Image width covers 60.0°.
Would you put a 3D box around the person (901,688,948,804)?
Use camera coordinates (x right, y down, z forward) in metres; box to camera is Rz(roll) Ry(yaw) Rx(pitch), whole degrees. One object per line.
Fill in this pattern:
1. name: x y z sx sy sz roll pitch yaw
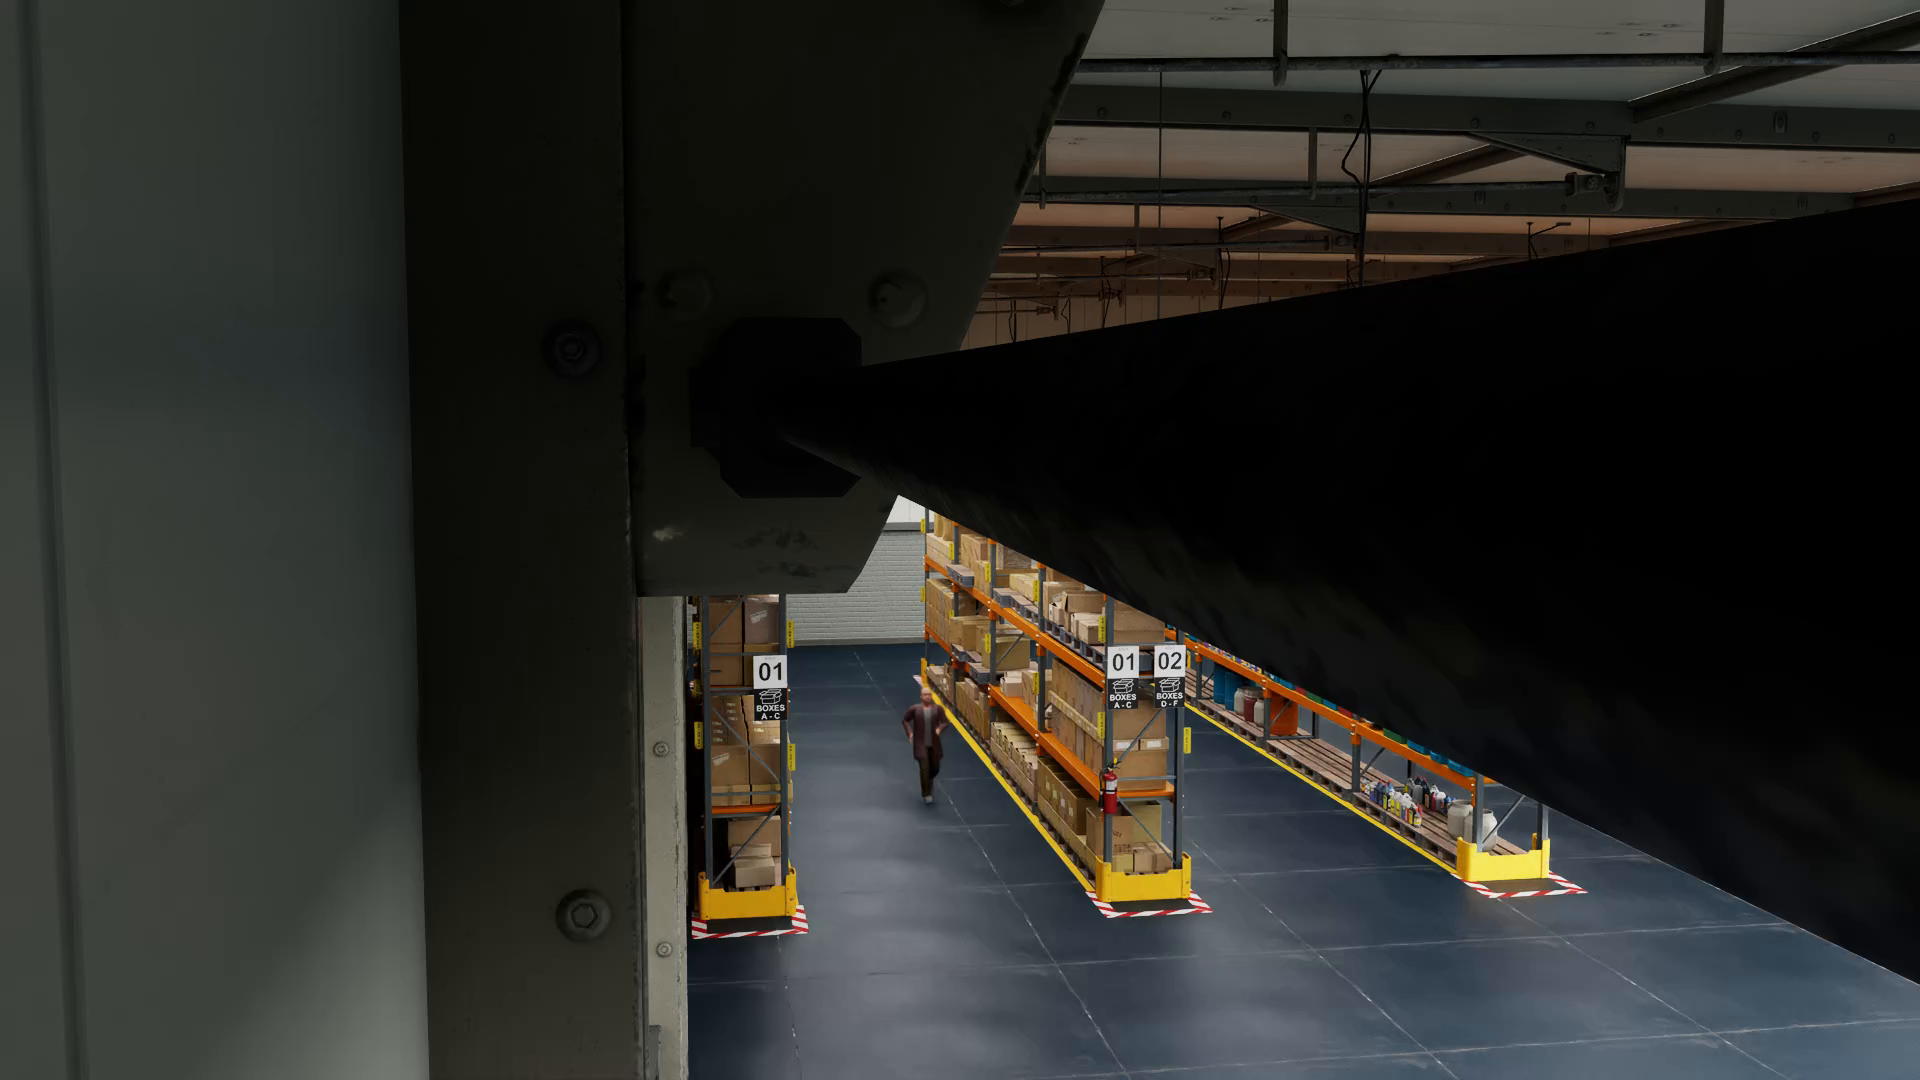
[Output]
1. person: -0.533 3.176 25.942 0.720 1.746 0.913 -1 5 -11
